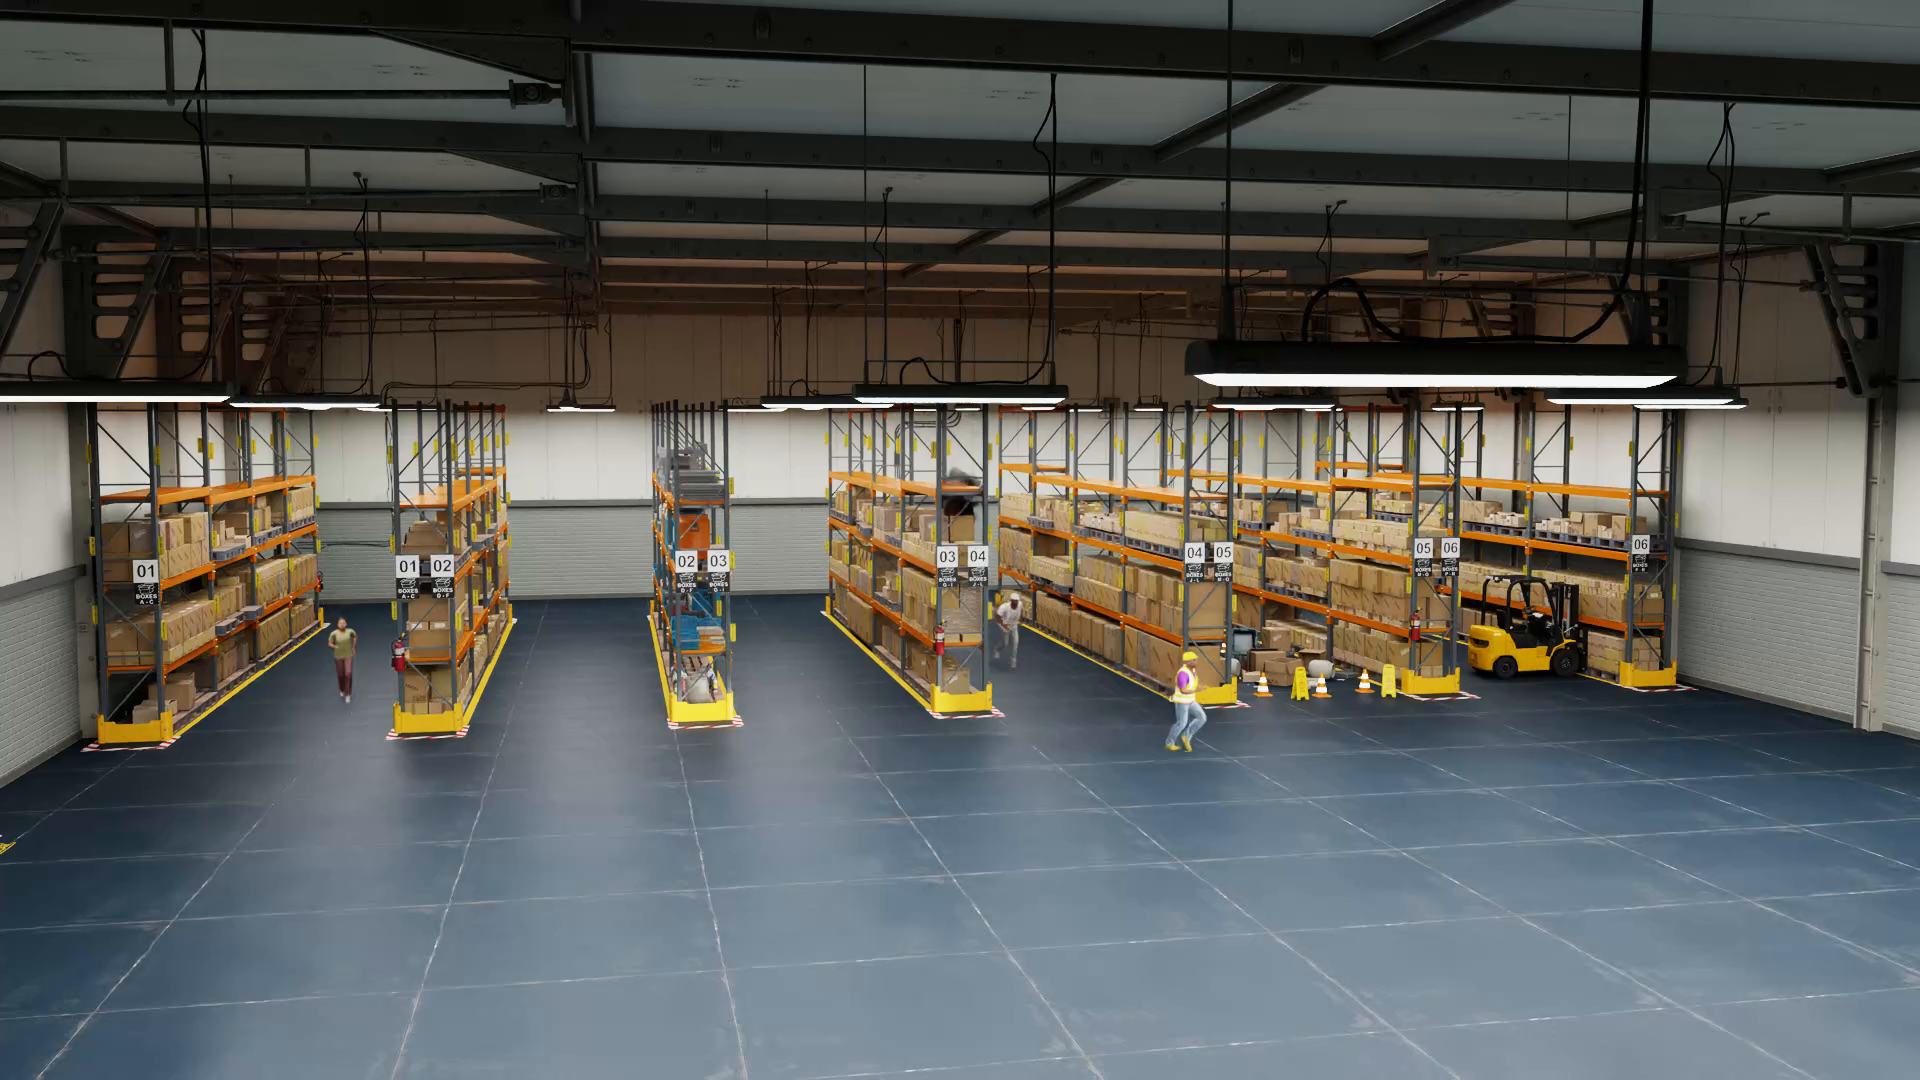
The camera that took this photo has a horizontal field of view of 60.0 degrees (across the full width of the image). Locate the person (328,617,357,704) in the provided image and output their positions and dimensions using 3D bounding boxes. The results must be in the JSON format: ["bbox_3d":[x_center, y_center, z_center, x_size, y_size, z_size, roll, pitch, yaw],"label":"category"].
[{"bbox_3d":[-12.346,2.375,33.261,0.529,1.696,0.887,-1,4,-15],"label":"person"}]

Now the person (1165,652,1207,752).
[{"bbox_3d":[3.827,2.725,28.031,0.784,1.720,0.737,2,5,29],"label":"person"}]

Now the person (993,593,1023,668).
[{"bbox_3d":[1.081,2.037,37.991,0.727,1.726,1.034,-3,5,-32],"label":"person"}]
